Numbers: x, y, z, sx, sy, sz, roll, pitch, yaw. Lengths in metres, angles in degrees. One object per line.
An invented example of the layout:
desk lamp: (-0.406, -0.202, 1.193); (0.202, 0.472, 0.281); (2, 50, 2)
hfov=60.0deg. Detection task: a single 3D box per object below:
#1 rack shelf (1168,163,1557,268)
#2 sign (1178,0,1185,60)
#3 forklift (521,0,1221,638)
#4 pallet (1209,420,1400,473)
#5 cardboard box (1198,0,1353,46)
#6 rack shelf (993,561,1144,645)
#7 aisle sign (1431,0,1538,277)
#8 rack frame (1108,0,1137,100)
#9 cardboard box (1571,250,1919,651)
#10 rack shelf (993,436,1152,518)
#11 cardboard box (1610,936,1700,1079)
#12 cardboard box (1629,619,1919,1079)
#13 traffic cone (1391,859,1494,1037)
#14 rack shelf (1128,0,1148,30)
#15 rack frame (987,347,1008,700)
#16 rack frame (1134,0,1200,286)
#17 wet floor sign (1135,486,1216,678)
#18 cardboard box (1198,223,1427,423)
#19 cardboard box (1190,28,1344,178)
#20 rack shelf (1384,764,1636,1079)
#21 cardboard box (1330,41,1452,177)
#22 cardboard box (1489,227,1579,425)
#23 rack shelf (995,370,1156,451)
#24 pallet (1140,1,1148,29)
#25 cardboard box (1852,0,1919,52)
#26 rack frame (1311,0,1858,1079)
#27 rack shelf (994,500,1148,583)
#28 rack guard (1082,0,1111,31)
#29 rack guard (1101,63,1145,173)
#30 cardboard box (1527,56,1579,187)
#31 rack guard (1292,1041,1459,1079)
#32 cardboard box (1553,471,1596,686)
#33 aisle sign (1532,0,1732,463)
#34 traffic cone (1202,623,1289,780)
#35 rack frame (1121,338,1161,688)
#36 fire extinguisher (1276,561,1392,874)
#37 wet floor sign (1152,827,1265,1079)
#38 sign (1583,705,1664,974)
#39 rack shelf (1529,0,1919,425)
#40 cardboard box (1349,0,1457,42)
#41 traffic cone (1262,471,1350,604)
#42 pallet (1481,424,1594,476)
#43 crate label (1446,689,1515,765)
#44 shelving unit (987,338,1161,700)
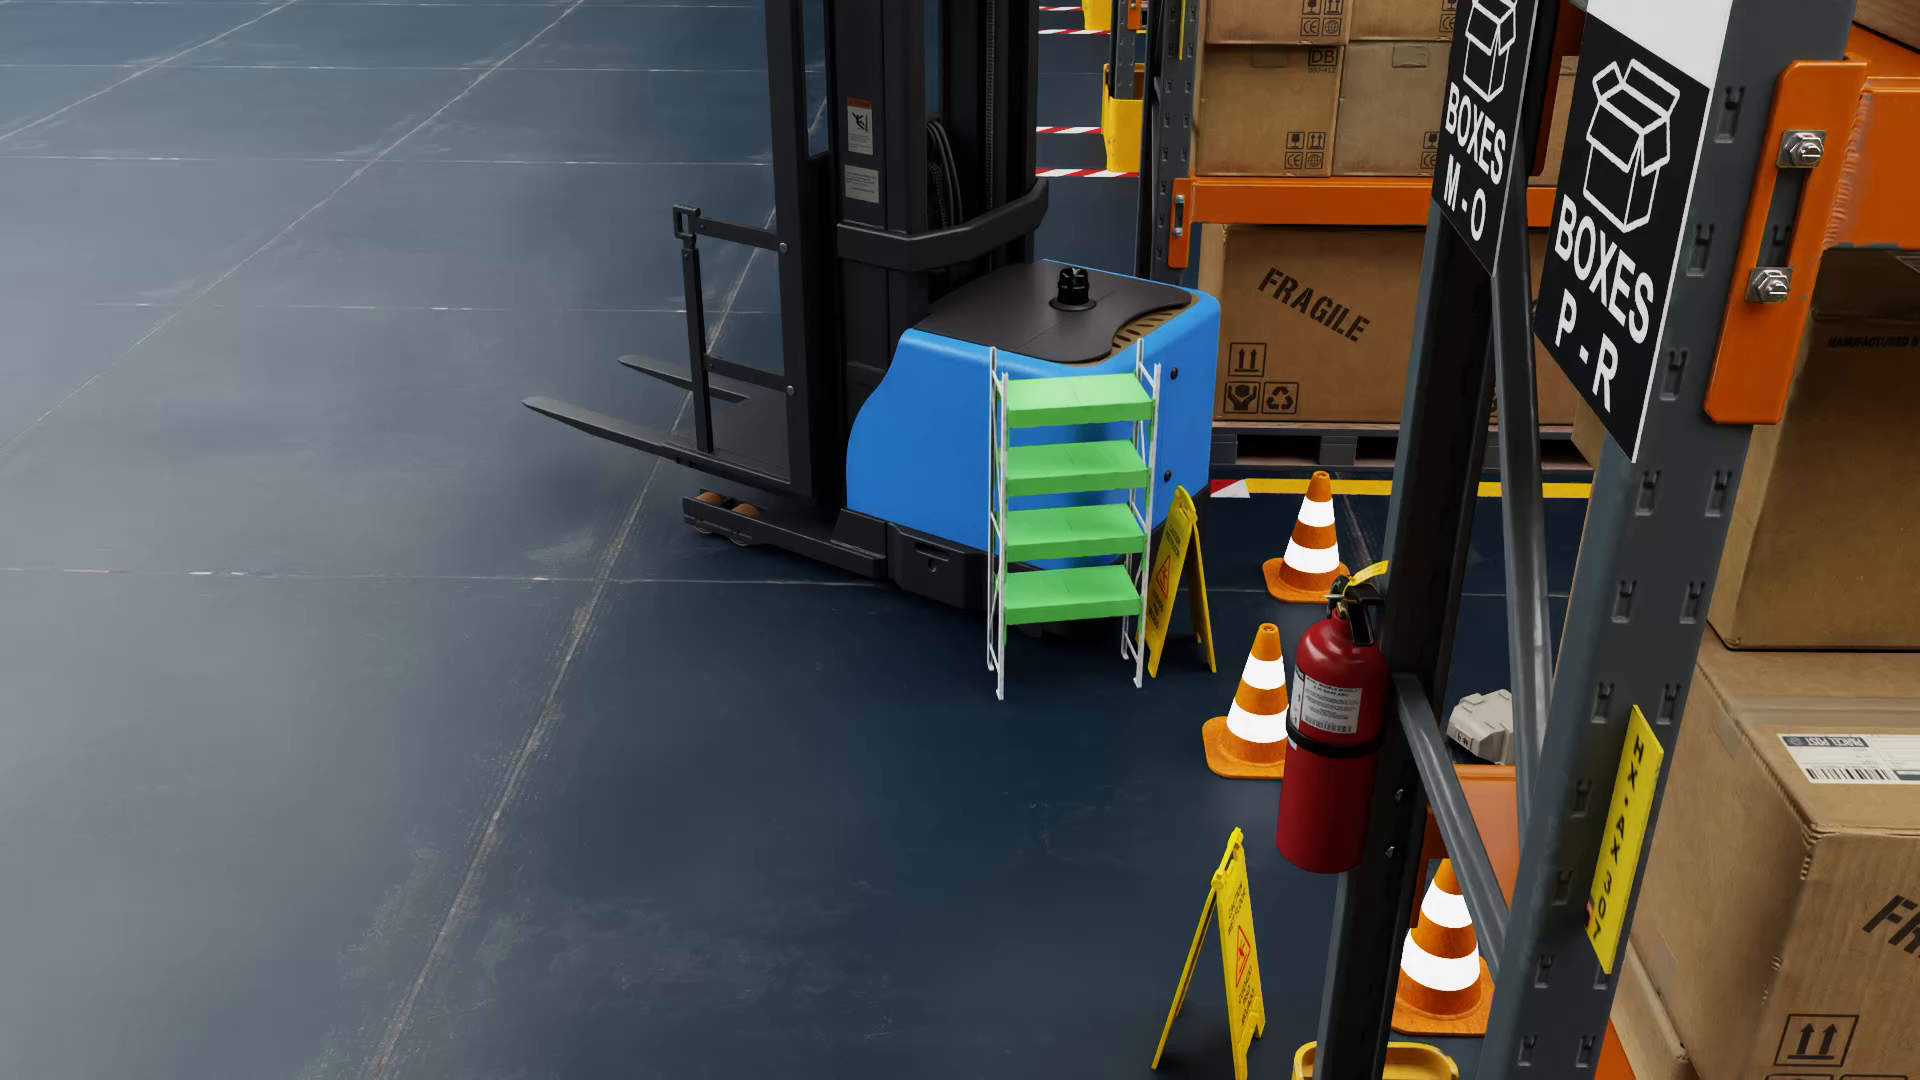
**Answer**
rack shelf: (2.868, -1.485, 7.117); (4.000, 0.370, 1.077); (1, 28, 2)
sign: (0.844, -1.994, 6.300); (0.005, 0.325, 0.100); (1, 28, 2)
forklift: (-0.523, -1.458, 6.371); (3.031, 2.935, 1.130); (17, 32, 29)
pallet: (1.671, -0.627, 7.708); (1.213, 0.211, 1.003); (1, 28, 2)
cardboard box: (1.239, -2.355, 6.677); (0.550, 0.550, 0.875); (1, 28, 2)
rack shelf: (0.364, 0.214, 5.714); (0.480, 0.148, 0.258); (-4, 28, -8)
aisle sign: (0.744, -0.803, 2.286); (0.004, 0.787, 0.394); (1, 28, 2)
rack frame: (1.145, -4.156, 11.388); (0.127, 3.000, 1.000); (1, 28, 2)
cardboard box: (1.314, -0.229, 2.487); (0.500, 0.500, 0.700); (0, 28, 1)
rack shelf: (0.364, -0.210, 5.489); (0.480, 0.148, 0.258); (-4, 28, -8)
cardboard box: (1.128, 0.696, 2.503); (0.250, 0.149, 0.380); (1, 28, 2)
cardboard box: (1.259, 0.445, 2.284); (0.500, 0.500, 0.500); (1, 28, 1)
traffic cone: (1.271, 1.007, 4.357); (0.334, 0.463, 0.336); (1, 28, 2)
rack shelf: (3.144, -3.805, 11.494); (4.000, 0.370, 1.077); (1, 28, 2)
rack frame: (0.123, -0.037, 5.538); (0.015, 1.200, 0.240); (-4, 28, -8)
rack frame: (0.869, -1.836, 7.011); (0.127, 3.000, 1.000); (1, 28, 2)
wet floor sign: (0.770, 0.130, 5.815); (0.232, 0.644, 0.267); (-4, 28, -7)
cardboard box: (1.549, -1.103, 7.448); (0.875, 0.875, 0.875); (1, 28, 2)
cardboard box: (1.242, -1.917, 7.004); (0.550, 0.550, 0.875); (1, 28, 2)
rack shelf: (2.794, 0.833, 2.743); (4.000, 0.370, 1.077); (1, 28, 2)
cardboard box: (1.792, -1.919, 7.007); (0.550, 0.550, 0.875); (1, 28, 2)
cardboard box: (2.429, -1.089, 7.422); (0.875, 0.875, 0.875); (1, 28, 1)
rack shelf: (0.364, -0.422, 5.377); (0.480, 0.148, 0.258); (-4, 28, -8)
pallet: (2.209, -5.247, 16.423); (1.213, 0.211, 1.003); (1, 28, 2)
cardboard box: (1.116, -0.574, 1.696); (0.250, 0.149, 0.380); (1, 28, 2)
rack frame: (0.795, 0.484, 2.634); (0.053, 2.616, 0.949); (1, 28, 2)
rack shelf: (0.364, 0.002, 5.601); (0.480, 0.148, 0.258); (-4, 28, -8)
rack guard: (1.398, -5.391, 16.386); (0.348, 0.500, 1.175); (1, 28, 2)
rack guard: (1.221, -3.050, 11.971); (0.348, 0.500, 1.175); (1, 28, 2)
cardboard box: (2.347, -1.851, 6.878); (0.550, 0.550, 0.875); (1, 28, 2)
rack guard: (0.871, 1.588, 3.220); (0.348, 0.500, 1.175); (1, 28, 2)
cardboard box: (1.348, 0.187, 2.770); (0.500, 0.500, 0.500); (0, 28, 1)
aisle sign: (0.723, -0.522, 1.757); (0.004, 0.787, 0.394); (1, 28, 2)
traffic cone: (0.970, 0.481, 5.348); (0.334, 0.463, 0.336); (1, 28, 2)
rack frame: (0.606, -0.072, 5.605); (0.015, 1.200, 0.240); (-4, 28, -8)
fire extinguisher: (0.697, 0.299, 3.066); (0.183, 0.674, 0.296); (1, 28, 2)
wet floor sign: (0.643, 1.019, 4.139); (0.232, 0.644, 0.267); (11, 30, 19)
sign: (0.777, 0.354, 1.955); (0.005, 0.325, 0.100); (1, 28, 2)
rack shelf: (2.794, -0.492, 2.041); (4.000, 0.370, 1.077); (1, 28, 2)
cardboard box: (1.792, -2.389, 6.742); (0.550, 0.550, 0.875); (1, 28, 2)
traffic cone: (1.350, -0.042, 6.335); (0.334, 0.463, 0.336); (1, 28, 2)
pallet: (2.887, -0.606, 7.668); (1.213, 0.211, 1.003); (1, 28, 2)
crate label: (1.758, 0.609, 5.454); (0.298, 0.136, 0.250); (-14, 31, -24)
shelving unit: (0.364, -0.054, 5.571); (0.503, 1.200, 0.258); (-4, 28, -8)
